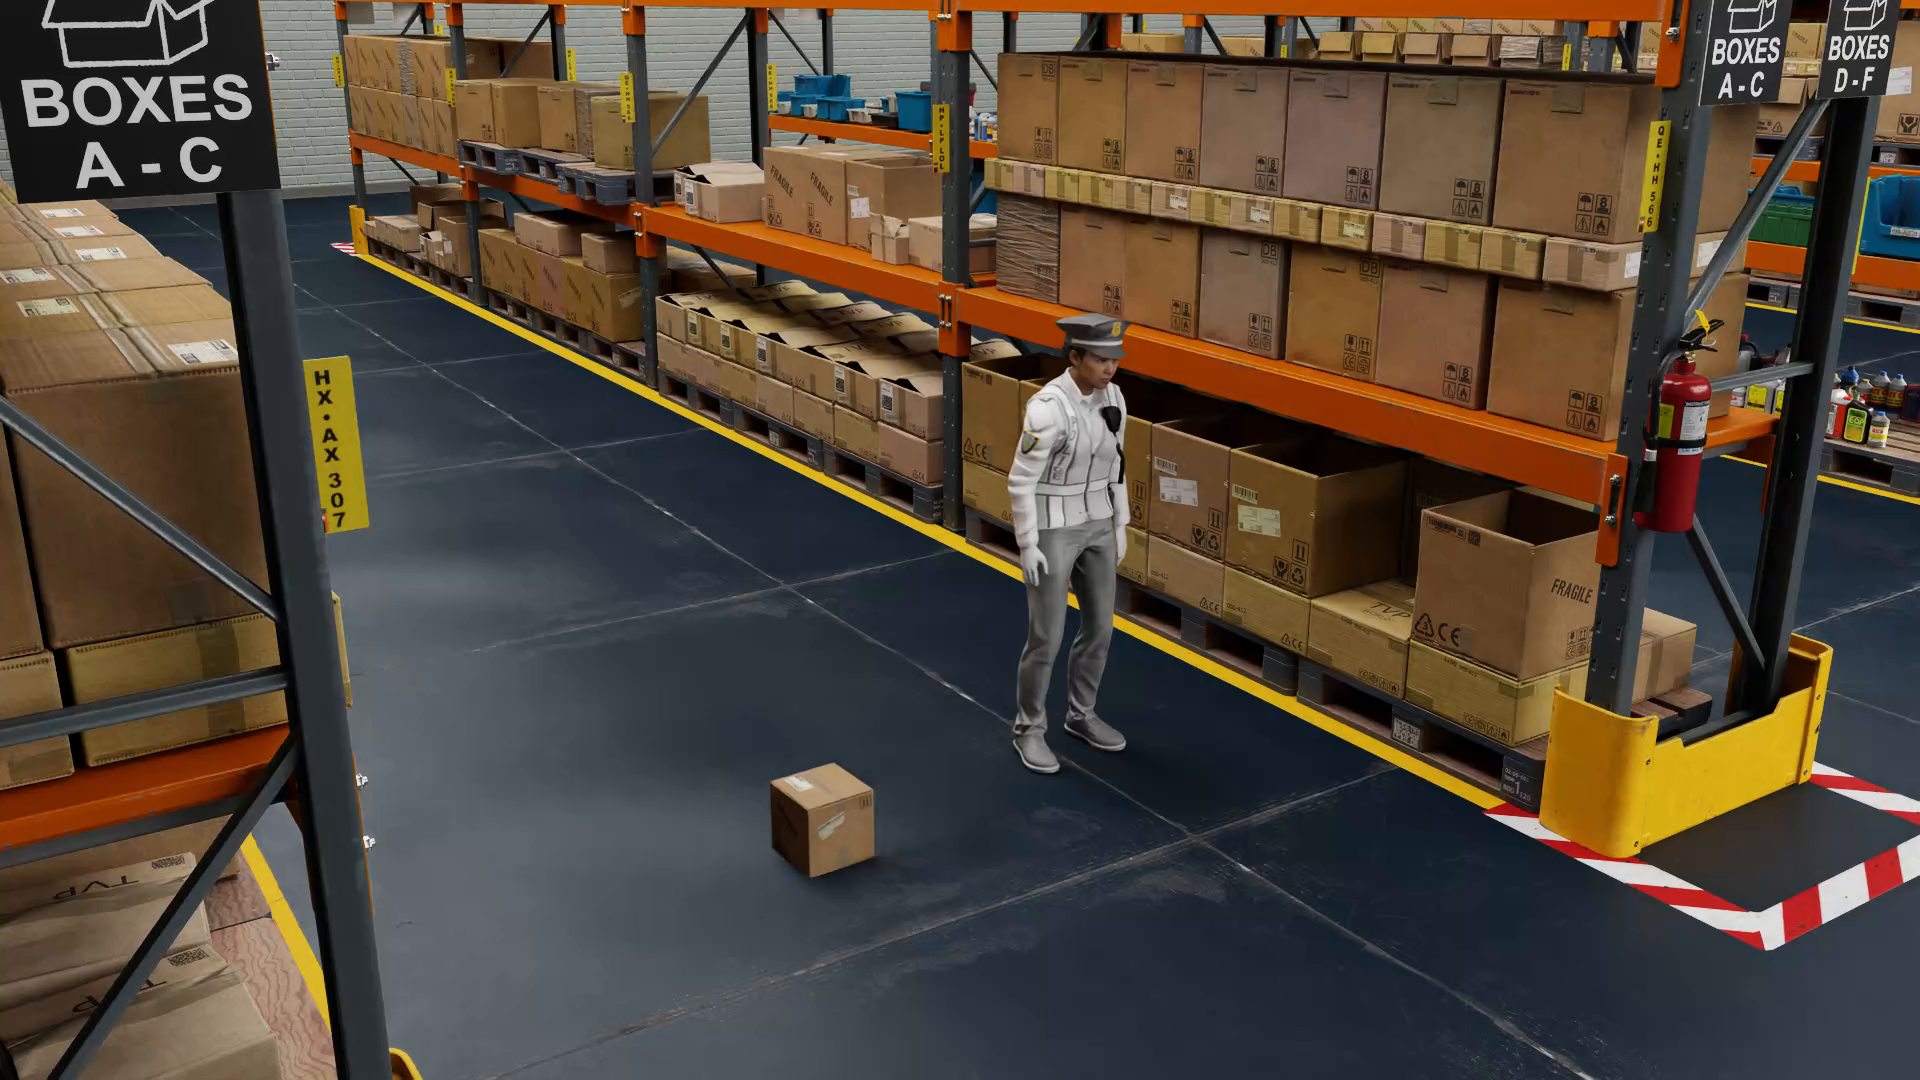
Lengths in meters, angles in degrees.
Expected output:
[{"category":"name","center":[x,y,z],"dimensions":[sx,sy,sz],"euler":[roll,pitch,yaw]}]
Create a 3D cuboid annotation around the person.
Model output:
[{"category":"person","center":[0.415,-0.009,6.080],"dimensions":[0.531,1.662,0.376],"euler":[-13,22,-34]}]
